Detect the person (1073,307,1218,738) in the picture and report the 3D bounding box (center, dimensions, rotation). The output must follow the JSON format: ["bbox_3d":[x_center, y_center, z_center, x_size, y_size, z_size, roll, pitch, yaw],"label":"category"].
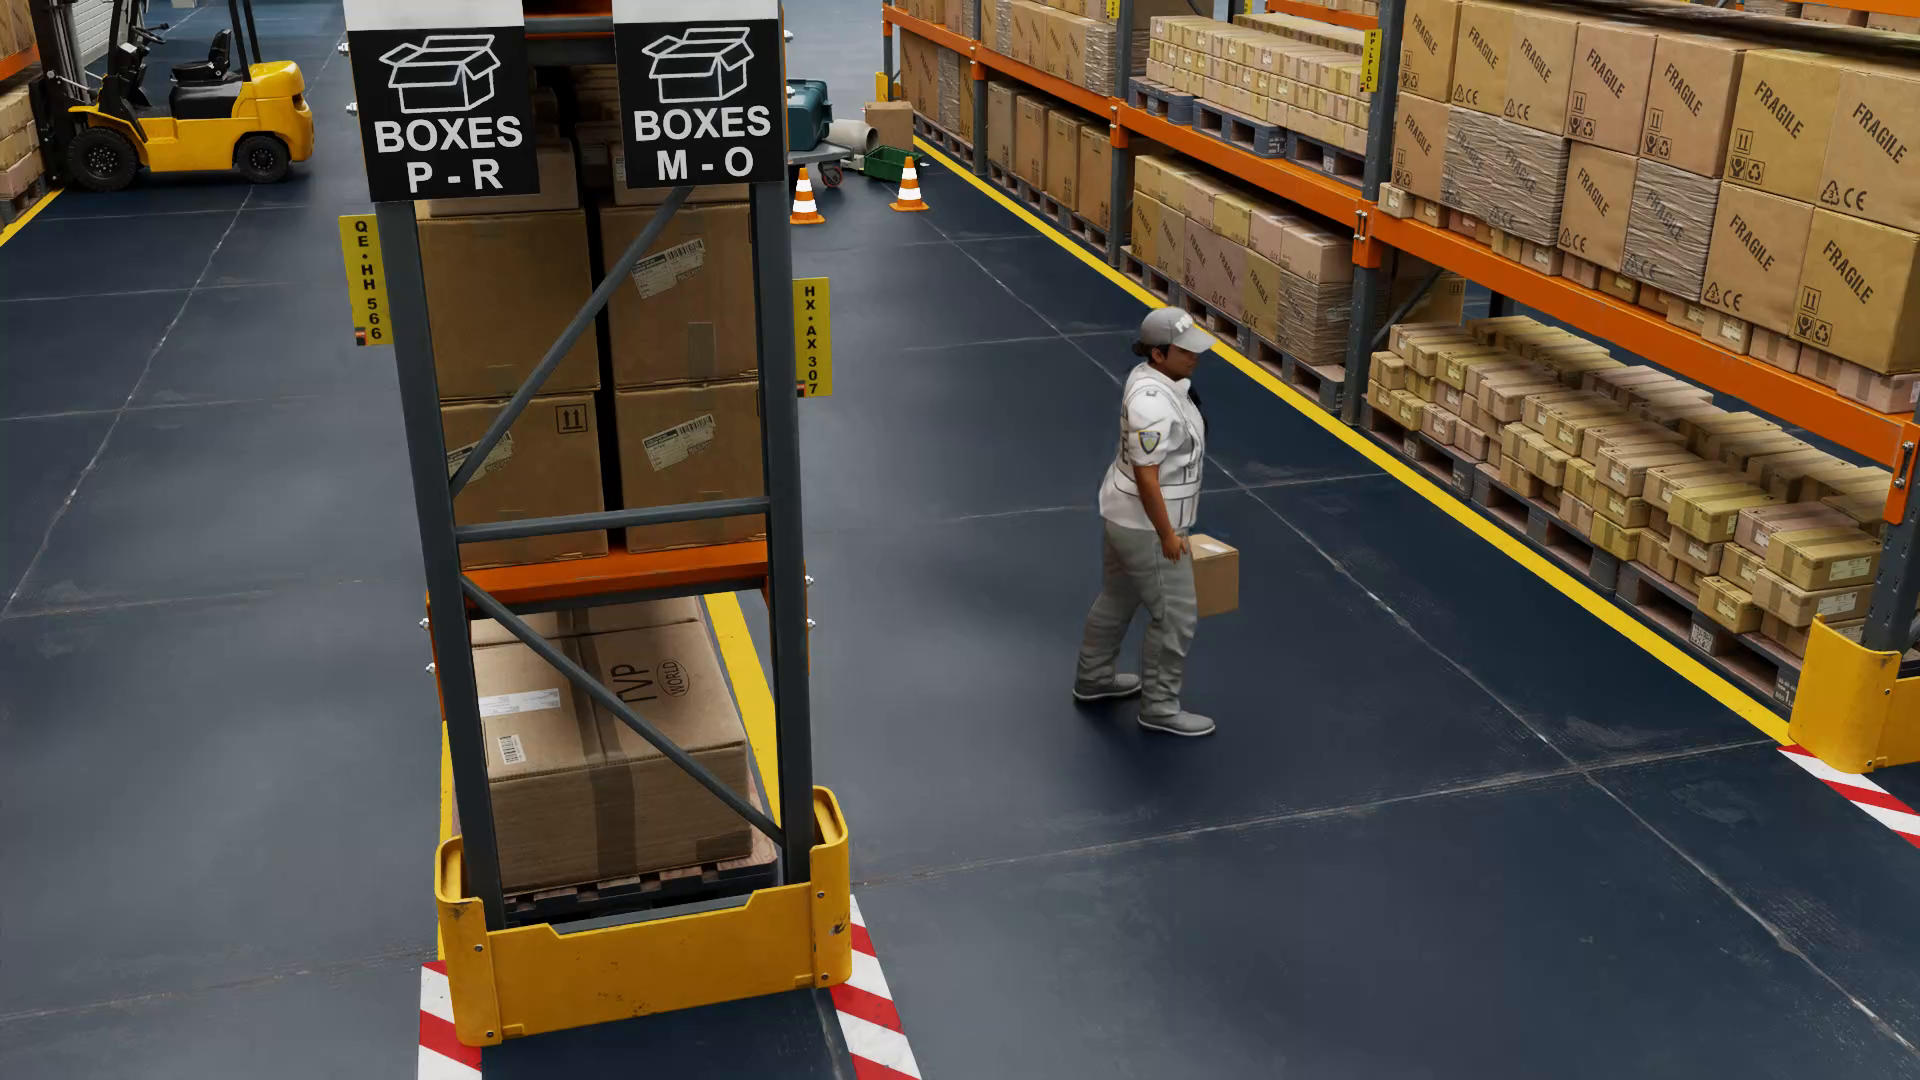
[{"bbox_3d":[0.726,-0.077,6.275,0.553,1.657,0.502,2,23,4],"label":"person"}]
